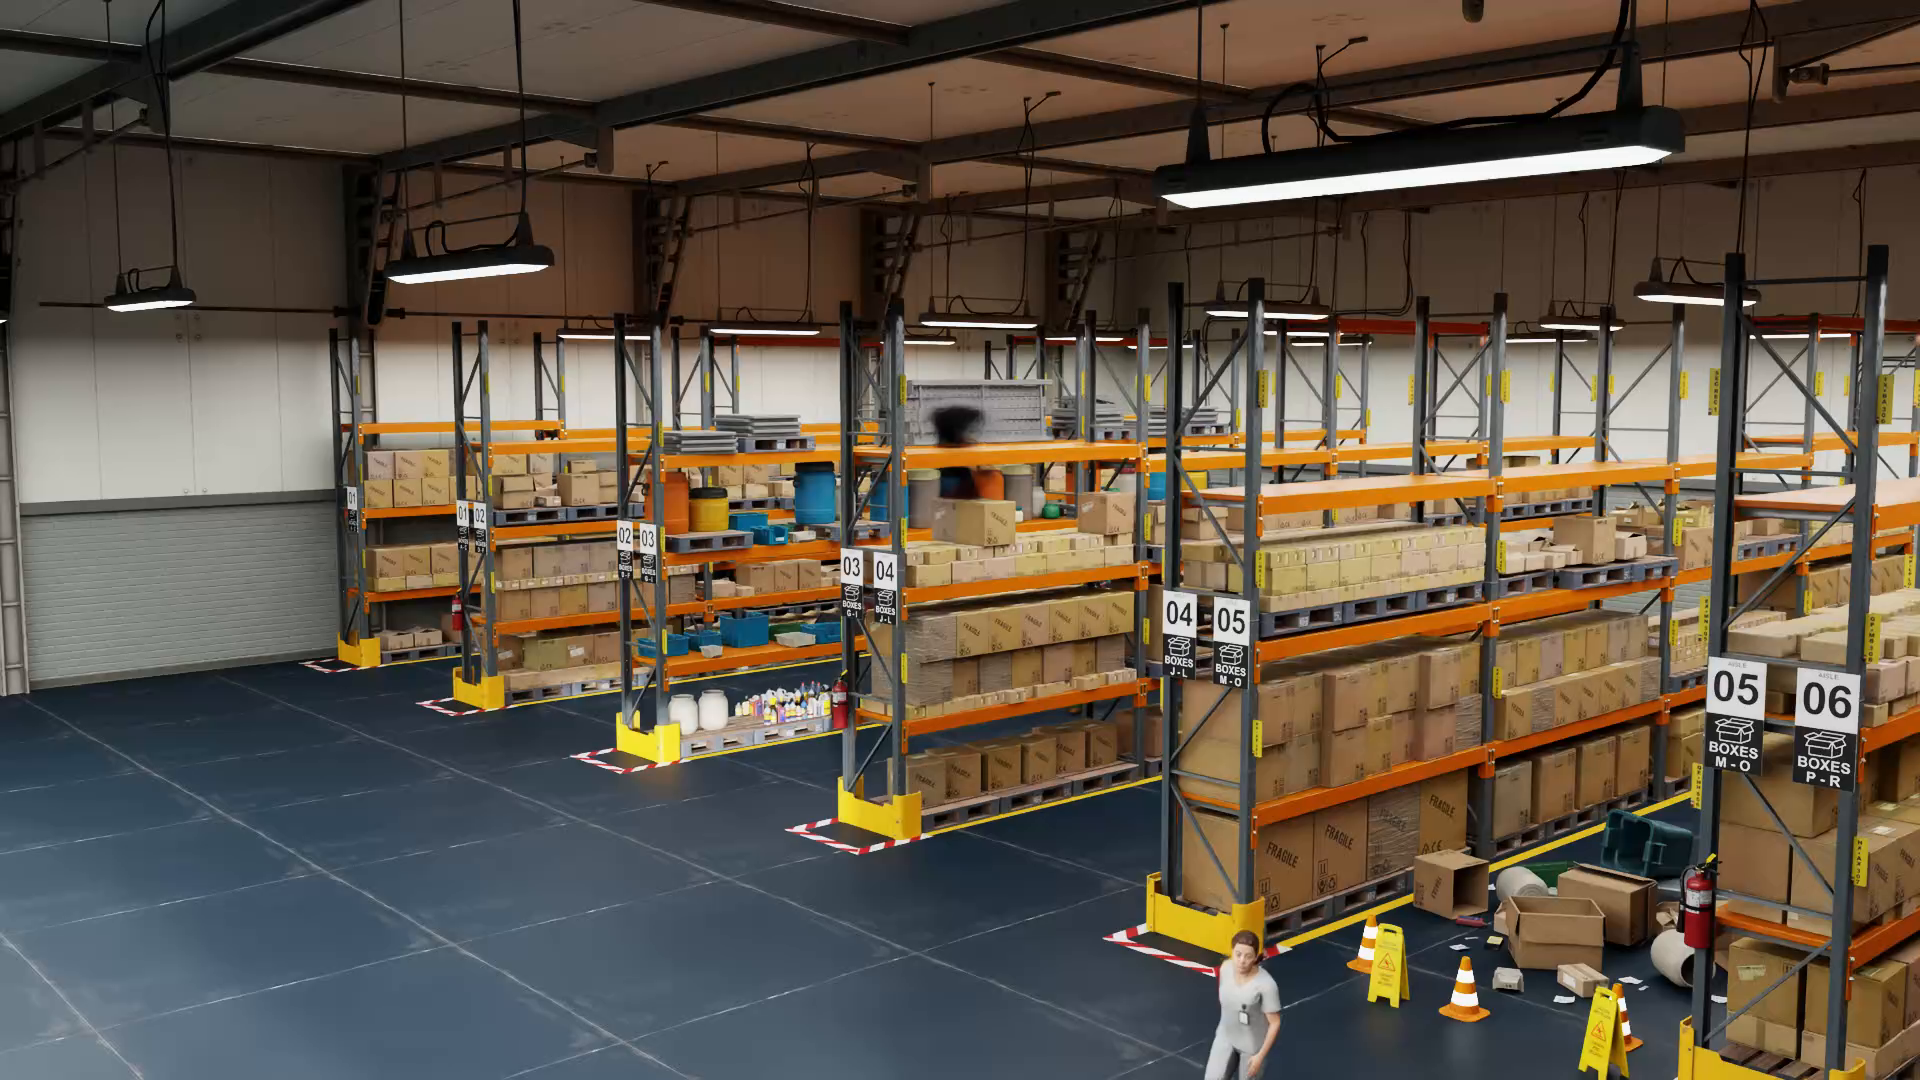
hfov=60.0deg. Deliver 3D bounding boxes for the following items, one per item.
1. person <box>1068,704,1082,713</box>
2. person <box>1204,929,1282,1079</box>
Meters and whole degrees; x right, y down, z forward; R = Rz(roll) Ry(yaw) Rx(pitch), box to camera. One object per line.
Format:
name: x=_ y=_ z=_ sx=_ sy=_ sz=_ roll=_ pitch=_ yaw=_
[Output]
person: x=1.770 y=1.794 z=25.455 sx=0.652 sy=1.728 sz=0.639 roll=5 pitch=7 yaw=41
person: x=1.850 y=3.289 z=10.846 sx=0.564 sy=1.610 sz=0.659 roll=3 pitch=7 yaw=30
